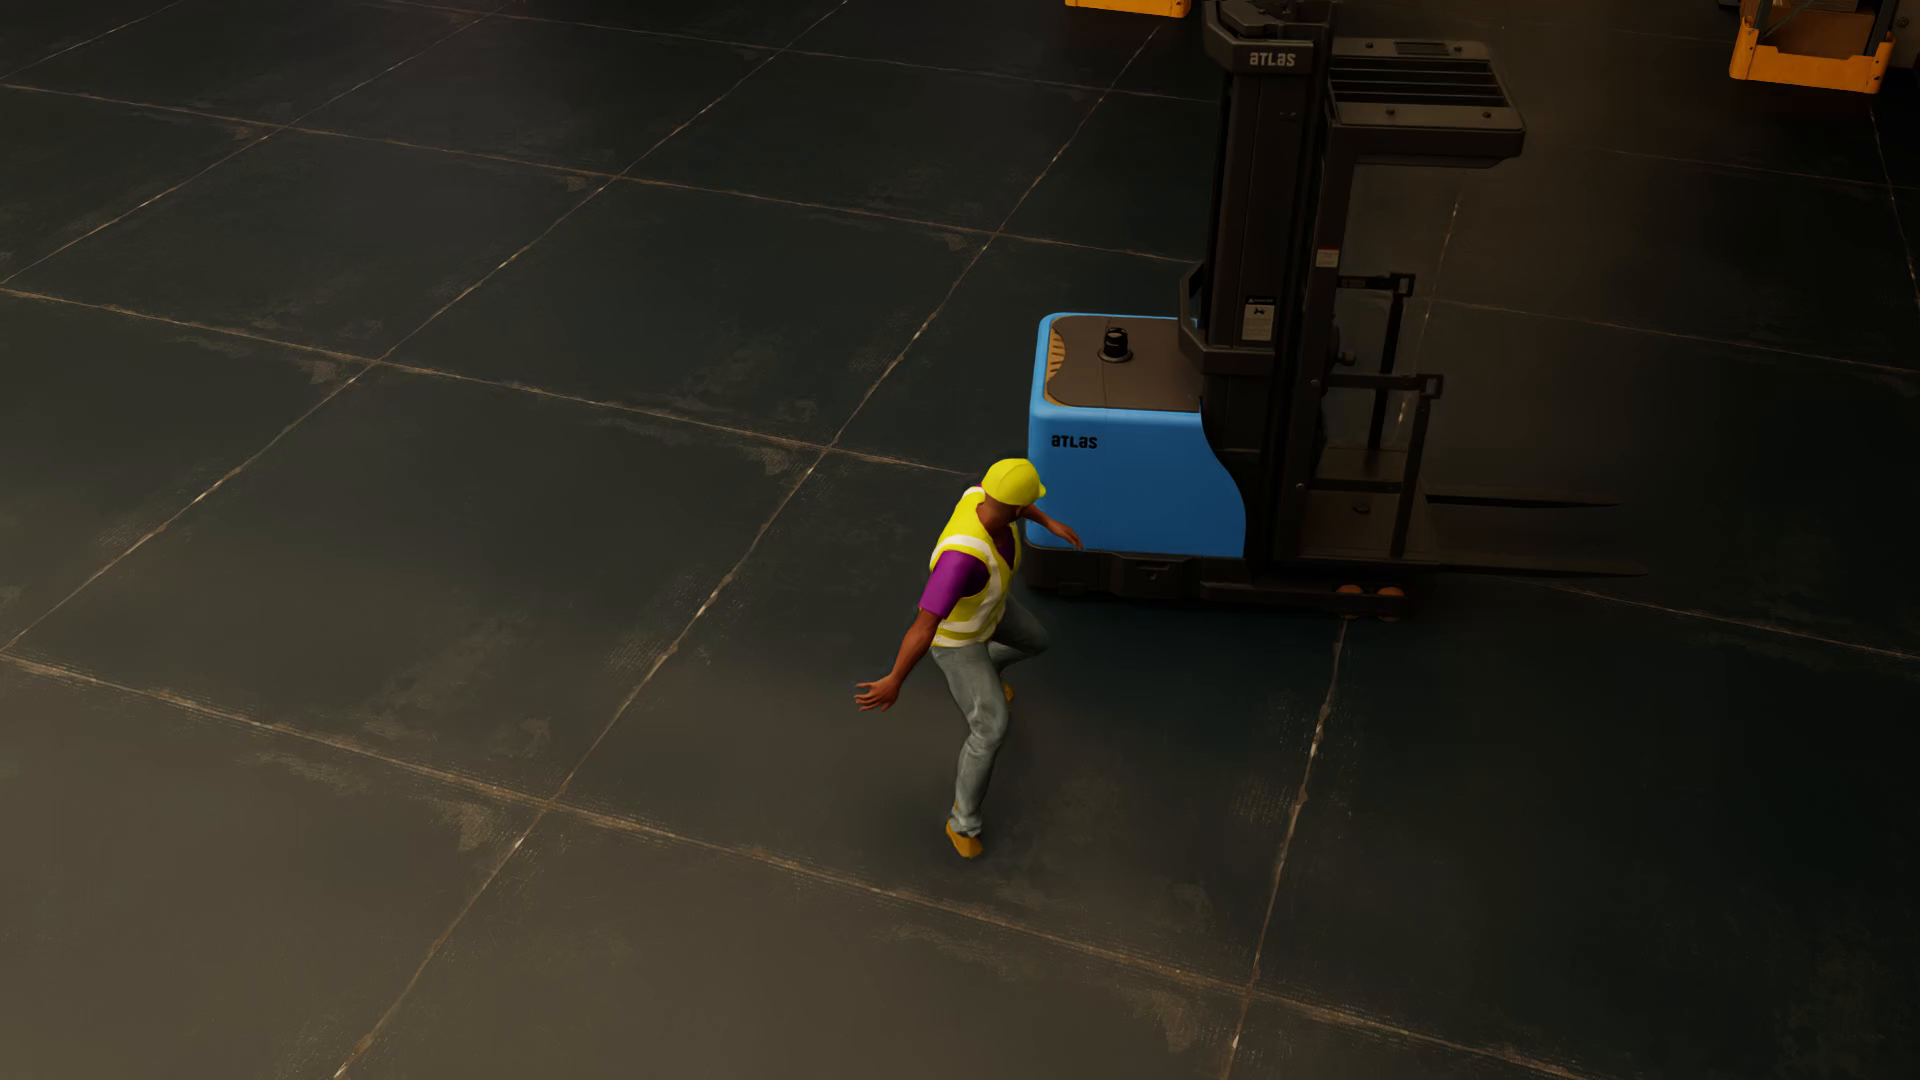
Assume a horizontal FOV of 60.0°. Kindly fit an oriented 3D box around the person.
[{"bbox_3d":[0.064,0.397,6.782,0.547,1.705,1.194,15,38,20],"label":"person"}]

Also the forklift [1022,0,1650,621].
[{"bbox_3d":[1.857,-1.125,7.698,3.031,2.935,1.130,3,35,4],"label":"forklift"}]
